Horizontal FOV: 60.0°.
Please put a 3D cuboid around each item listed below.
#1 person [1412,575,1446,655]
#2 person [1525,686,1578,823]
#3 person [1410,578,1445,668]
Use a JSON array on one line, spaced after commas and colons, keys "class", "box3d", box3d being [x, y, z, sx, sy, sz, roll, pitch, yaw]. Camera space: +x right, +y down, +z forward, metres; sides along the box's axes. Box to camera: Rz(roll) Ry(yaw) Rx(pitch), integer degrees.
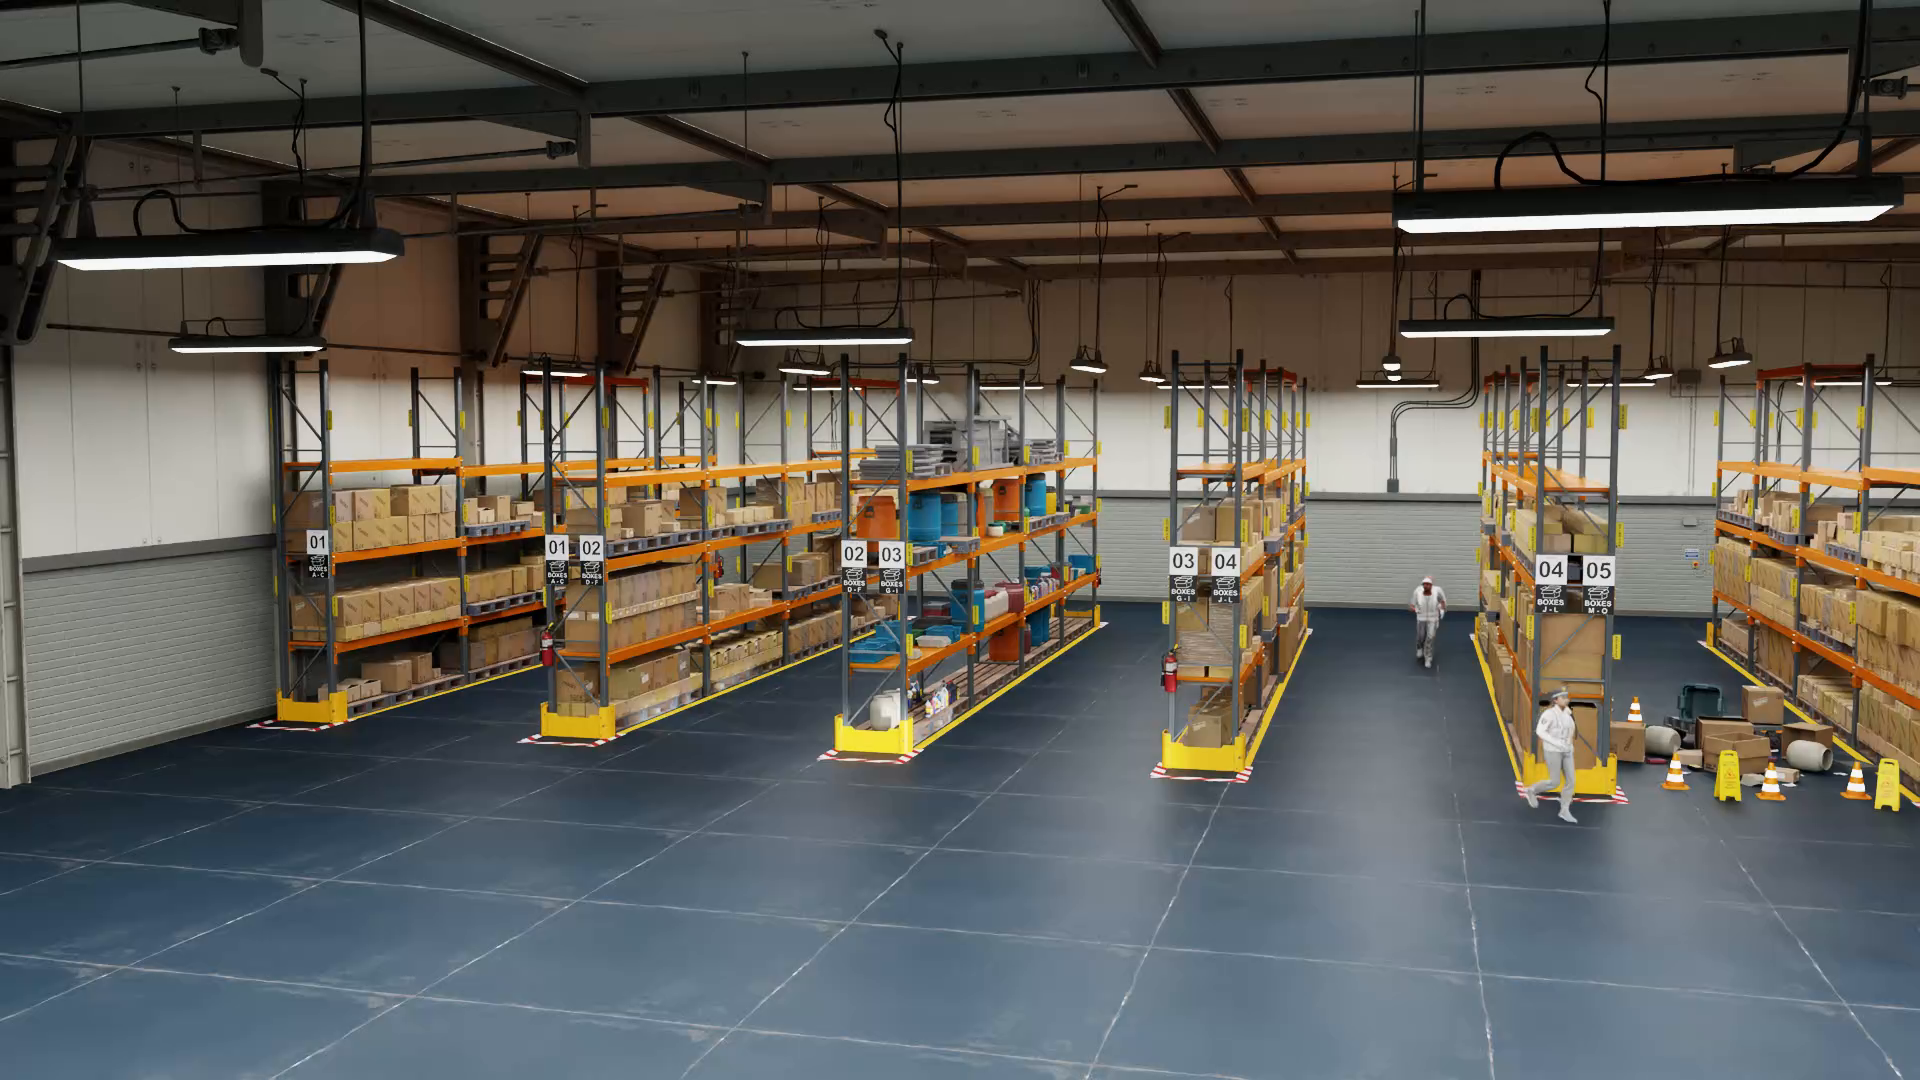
[{"class": "person", "box3d": [9.942, 1.603, 35.253, 0.700, 1.747, 0.673, 1, 4, 15]}, {"class": "person", "box3d": [7.484, 2.668, 20.954, 0.637, 1.703, 0.733, -3, 5, -37]}, {"class": "person", "box3d": [9.581, 1.664, 34.092, 0.692, 1.789, 0.980, 1, 4, 16]}]
